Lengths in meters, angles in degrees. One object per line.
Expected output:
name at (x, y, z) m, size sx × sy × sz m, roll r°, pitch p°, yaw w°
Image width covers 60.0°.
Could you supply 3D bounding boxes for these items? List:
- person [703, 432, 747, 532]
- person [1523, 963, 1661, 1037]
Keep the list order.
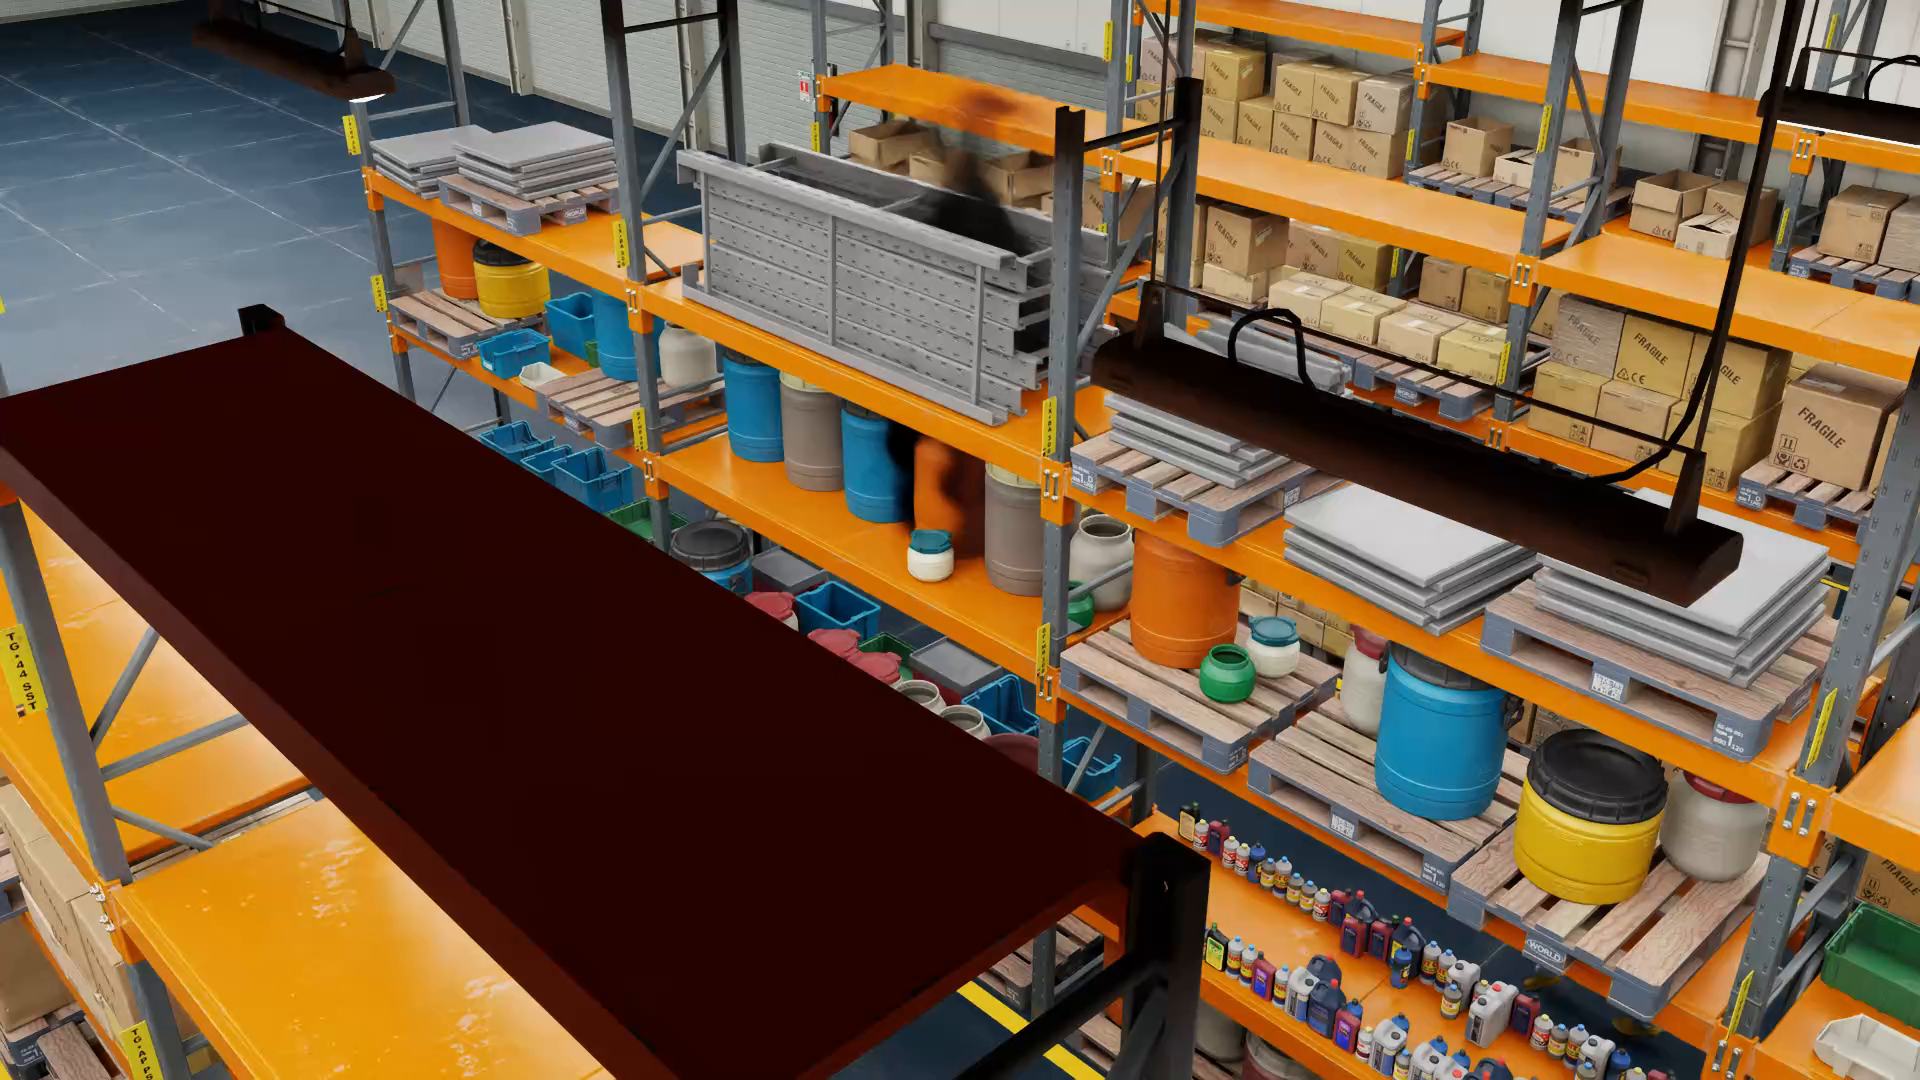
person at (-2.145, -0.251, 15.560) m, size 0.654 × 1.710 × 0.780 m, roll -17°, pitch 33°, yaw -29°
person at (4.114, 2.396, 10.582) m, size 0.963 × 1.774 × 0.691 m, roll 19°, pitch 34°, yaw 32°
